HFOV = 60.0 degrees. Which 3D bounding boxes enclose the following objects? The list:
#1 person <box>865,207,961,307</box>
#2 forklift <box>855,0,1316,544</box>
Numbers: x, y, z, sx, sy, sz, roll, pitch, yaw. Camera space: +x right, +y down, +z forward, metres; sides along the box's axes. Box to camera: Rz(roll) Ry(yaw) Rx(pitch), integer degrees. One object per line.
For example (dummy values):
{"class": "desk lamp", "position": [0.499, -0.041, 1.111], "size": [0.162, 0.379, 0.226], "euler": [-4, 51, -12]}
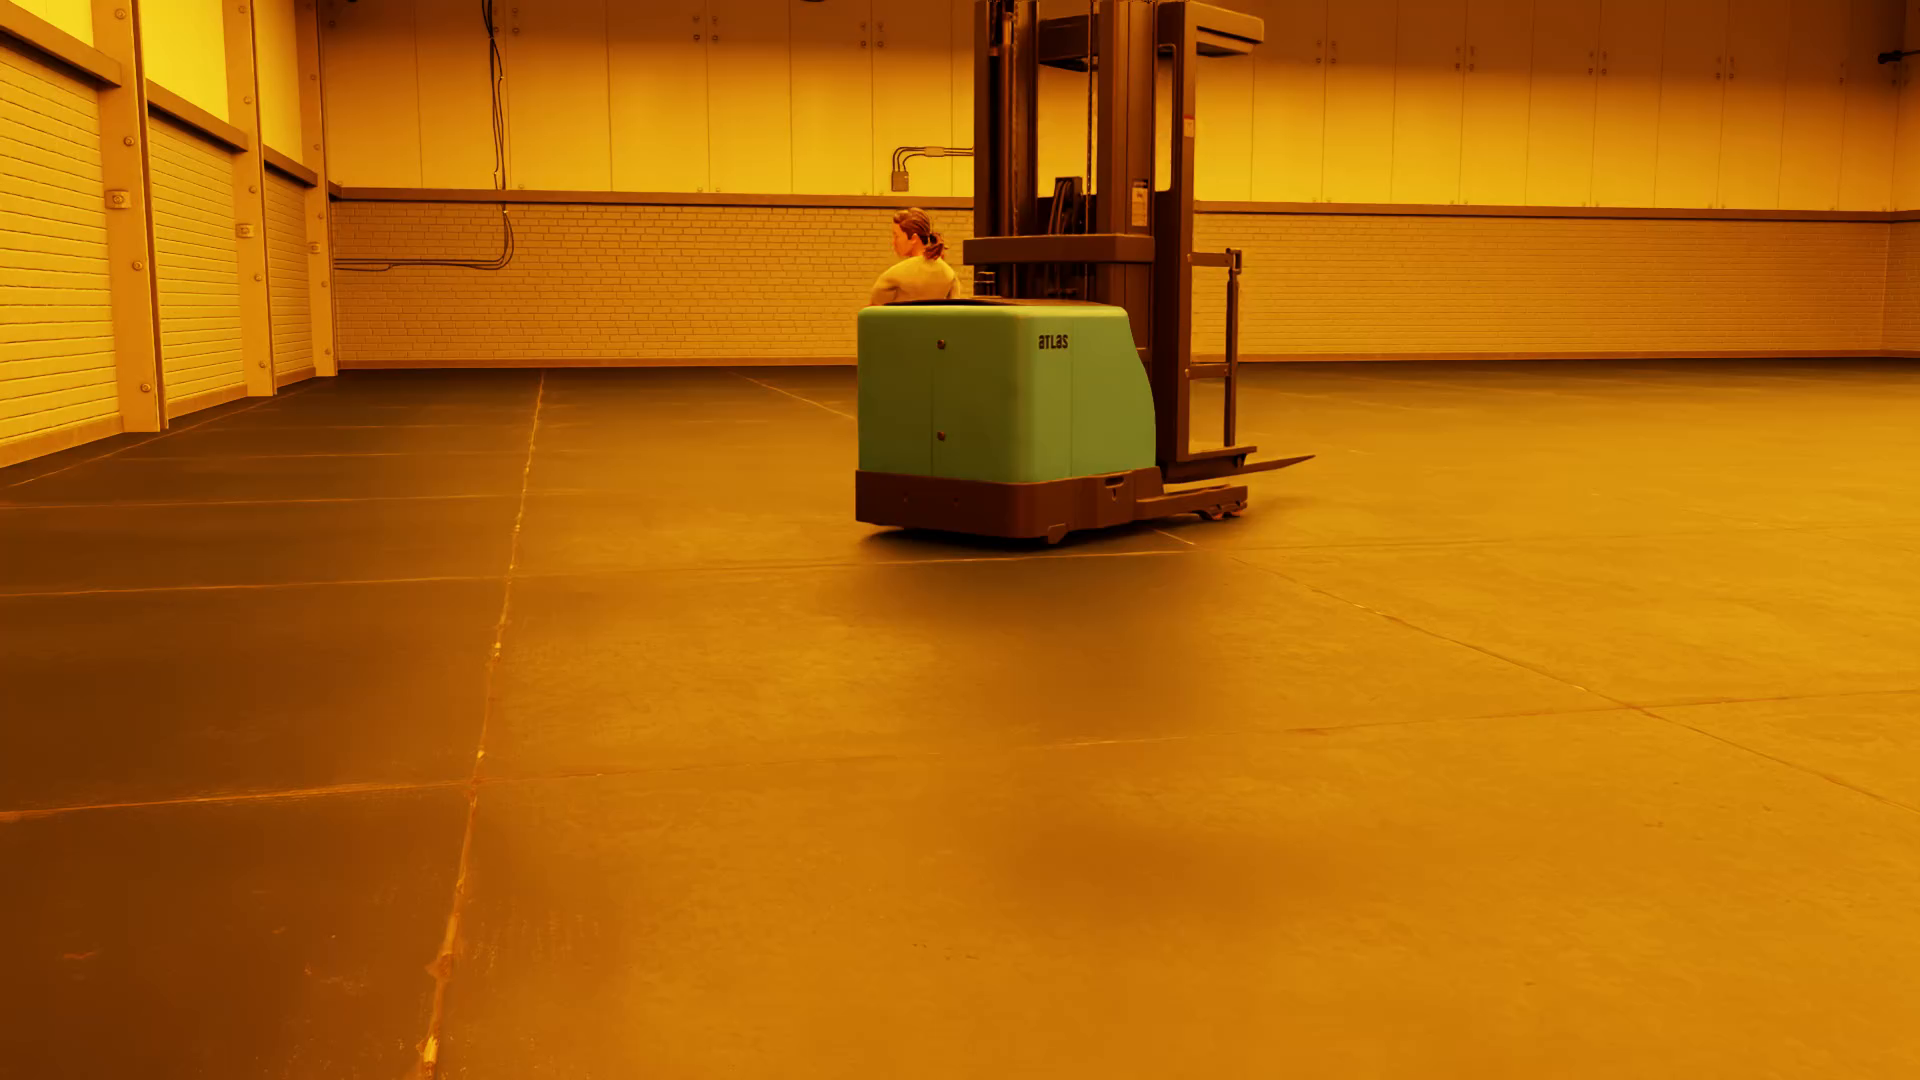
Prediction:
{"class": "person", "position": [-0.219, -0.978, 9.001], "size": [0.825, 1.598, 0.599], "euler": [7, 11, 41]}
{"class": "forklift", "position": [0.832, -1.588, 8.481], "size": [1.130, 2.935, 3.031], "euler": [7, 10, 39]}
